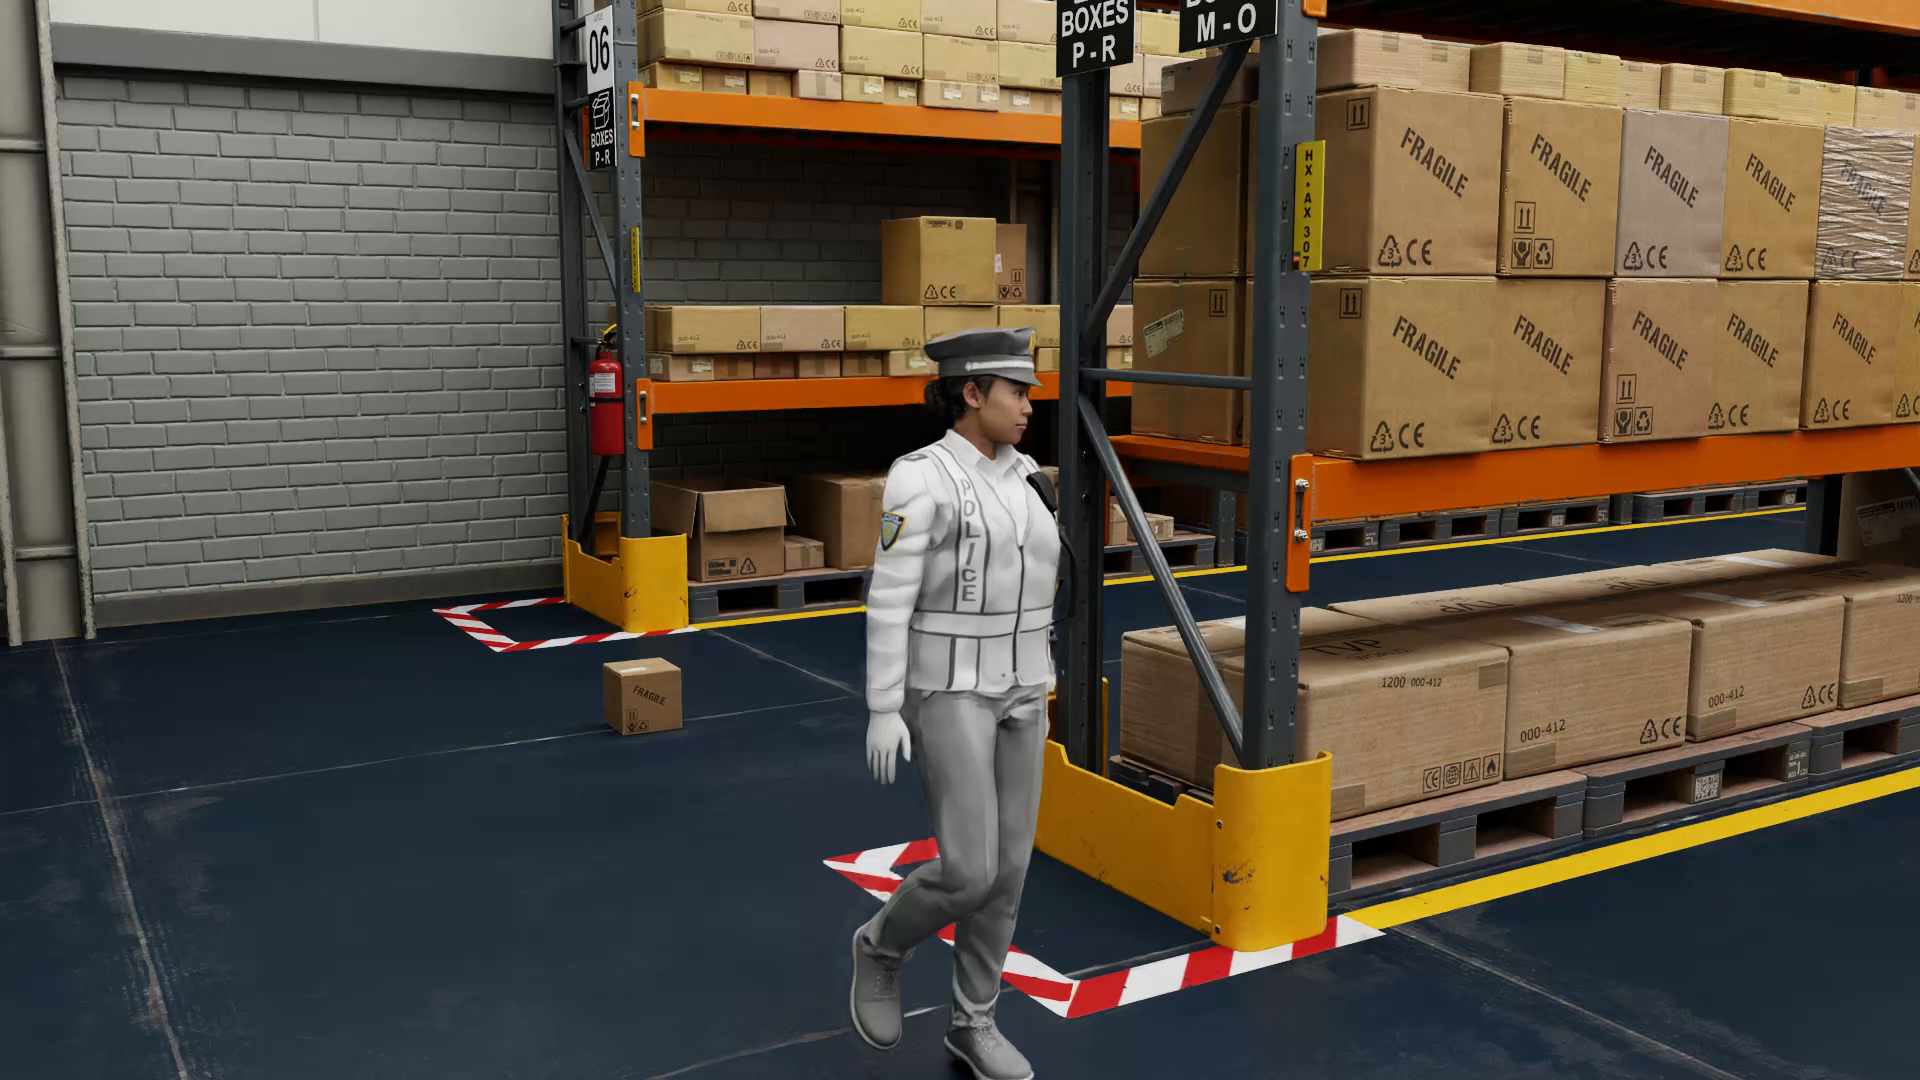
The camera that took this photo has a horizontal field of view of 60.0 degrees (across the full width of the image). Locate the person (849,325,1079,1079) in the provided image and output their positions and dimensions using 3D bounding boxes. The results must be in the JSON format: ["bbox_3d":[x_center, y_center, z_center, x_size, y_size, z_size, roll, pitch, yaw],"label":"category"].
[{"bbox_3d":[0.019,0.358,3.696,0.536,1.657,0.464,-7,11,-41],"label":"person"}]
